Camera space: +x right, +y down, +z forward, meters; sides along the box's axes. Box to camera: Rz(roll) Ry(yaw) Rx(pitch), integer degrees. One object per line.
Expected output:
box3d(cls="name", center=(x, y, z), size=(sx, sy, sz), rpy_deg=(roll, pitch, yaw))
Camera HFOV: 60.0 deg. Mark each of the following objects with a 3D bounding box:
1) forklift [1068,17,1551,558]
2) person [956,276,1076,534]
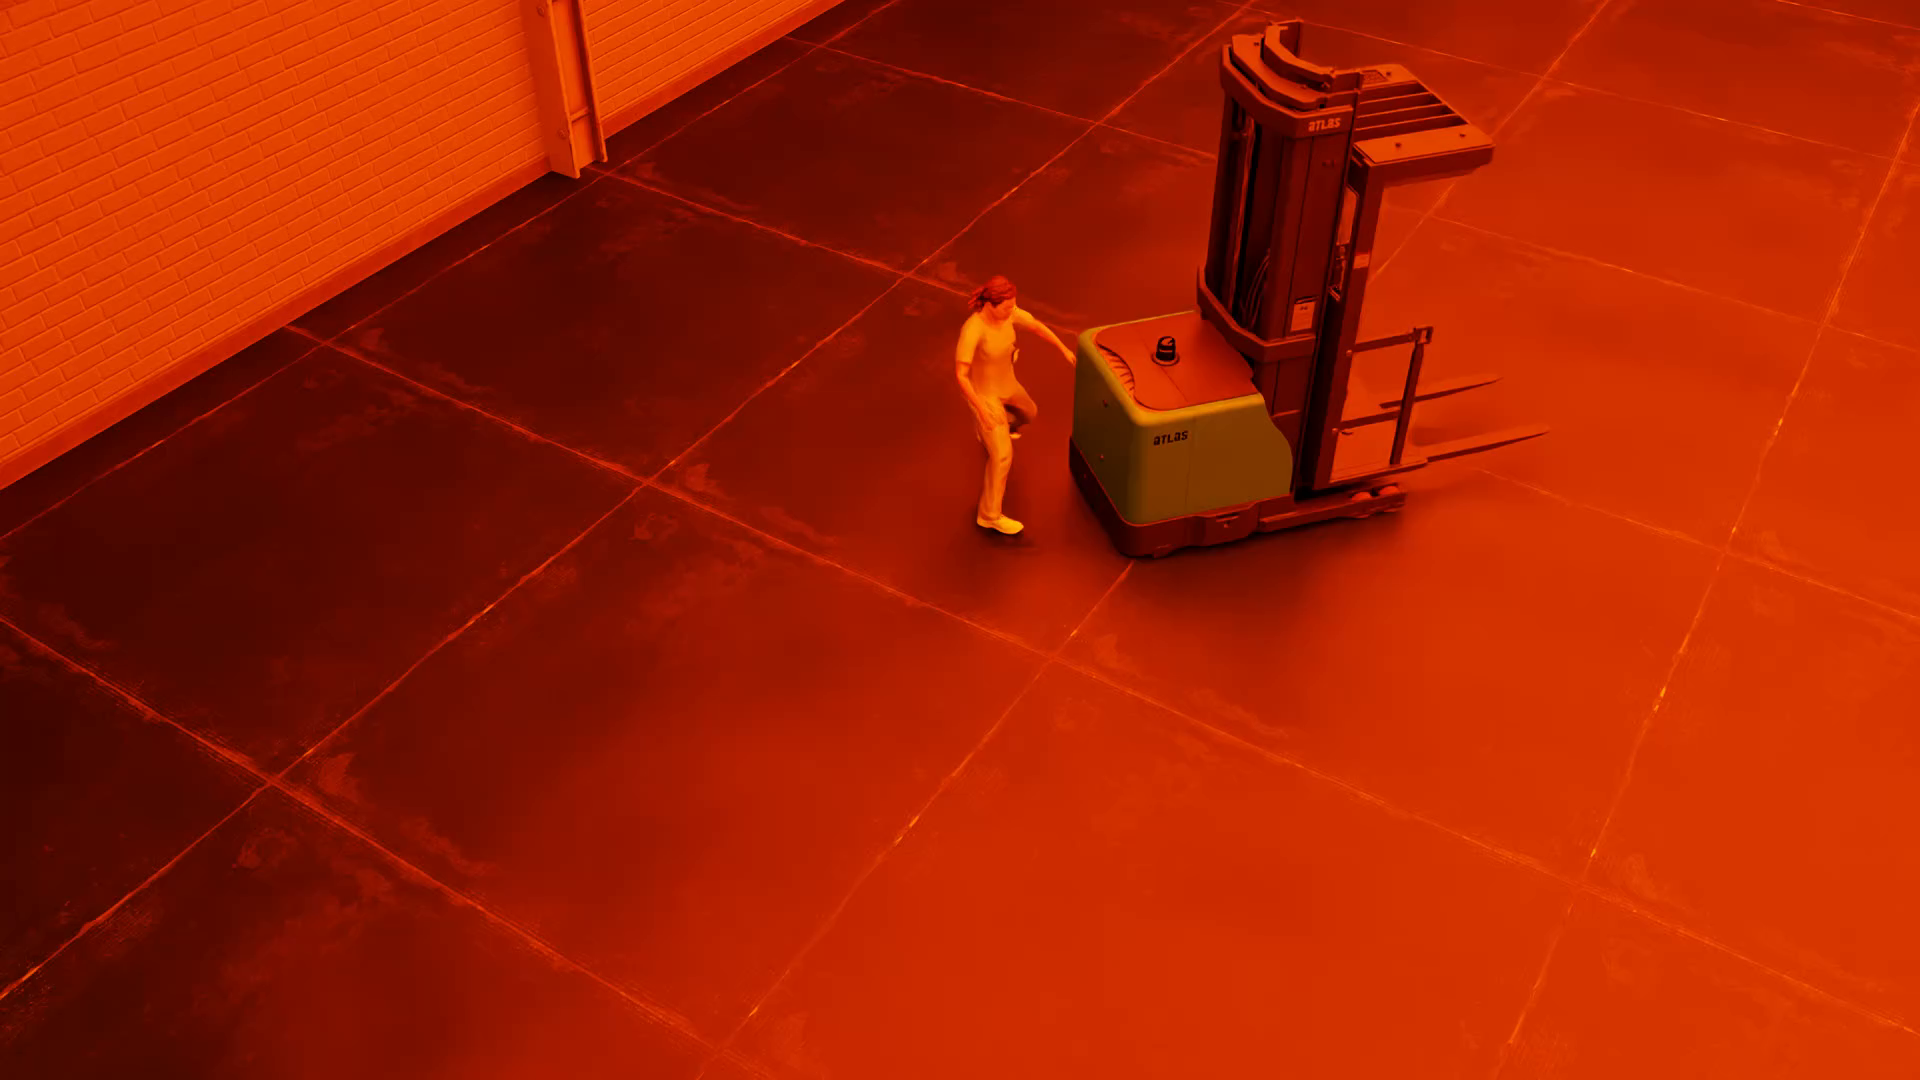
box3d(cls="forklift", center=(2.272, -1.567, 9.817), size=(3.031, 2.935, 1.130), rpy_deg=(-12, 42, -13))
box3d(cls="person", center=(0.286, -0.922, 10.194), size=(0.880, 1.538, 0.939), rpy_deg=(30, 49, 31))
